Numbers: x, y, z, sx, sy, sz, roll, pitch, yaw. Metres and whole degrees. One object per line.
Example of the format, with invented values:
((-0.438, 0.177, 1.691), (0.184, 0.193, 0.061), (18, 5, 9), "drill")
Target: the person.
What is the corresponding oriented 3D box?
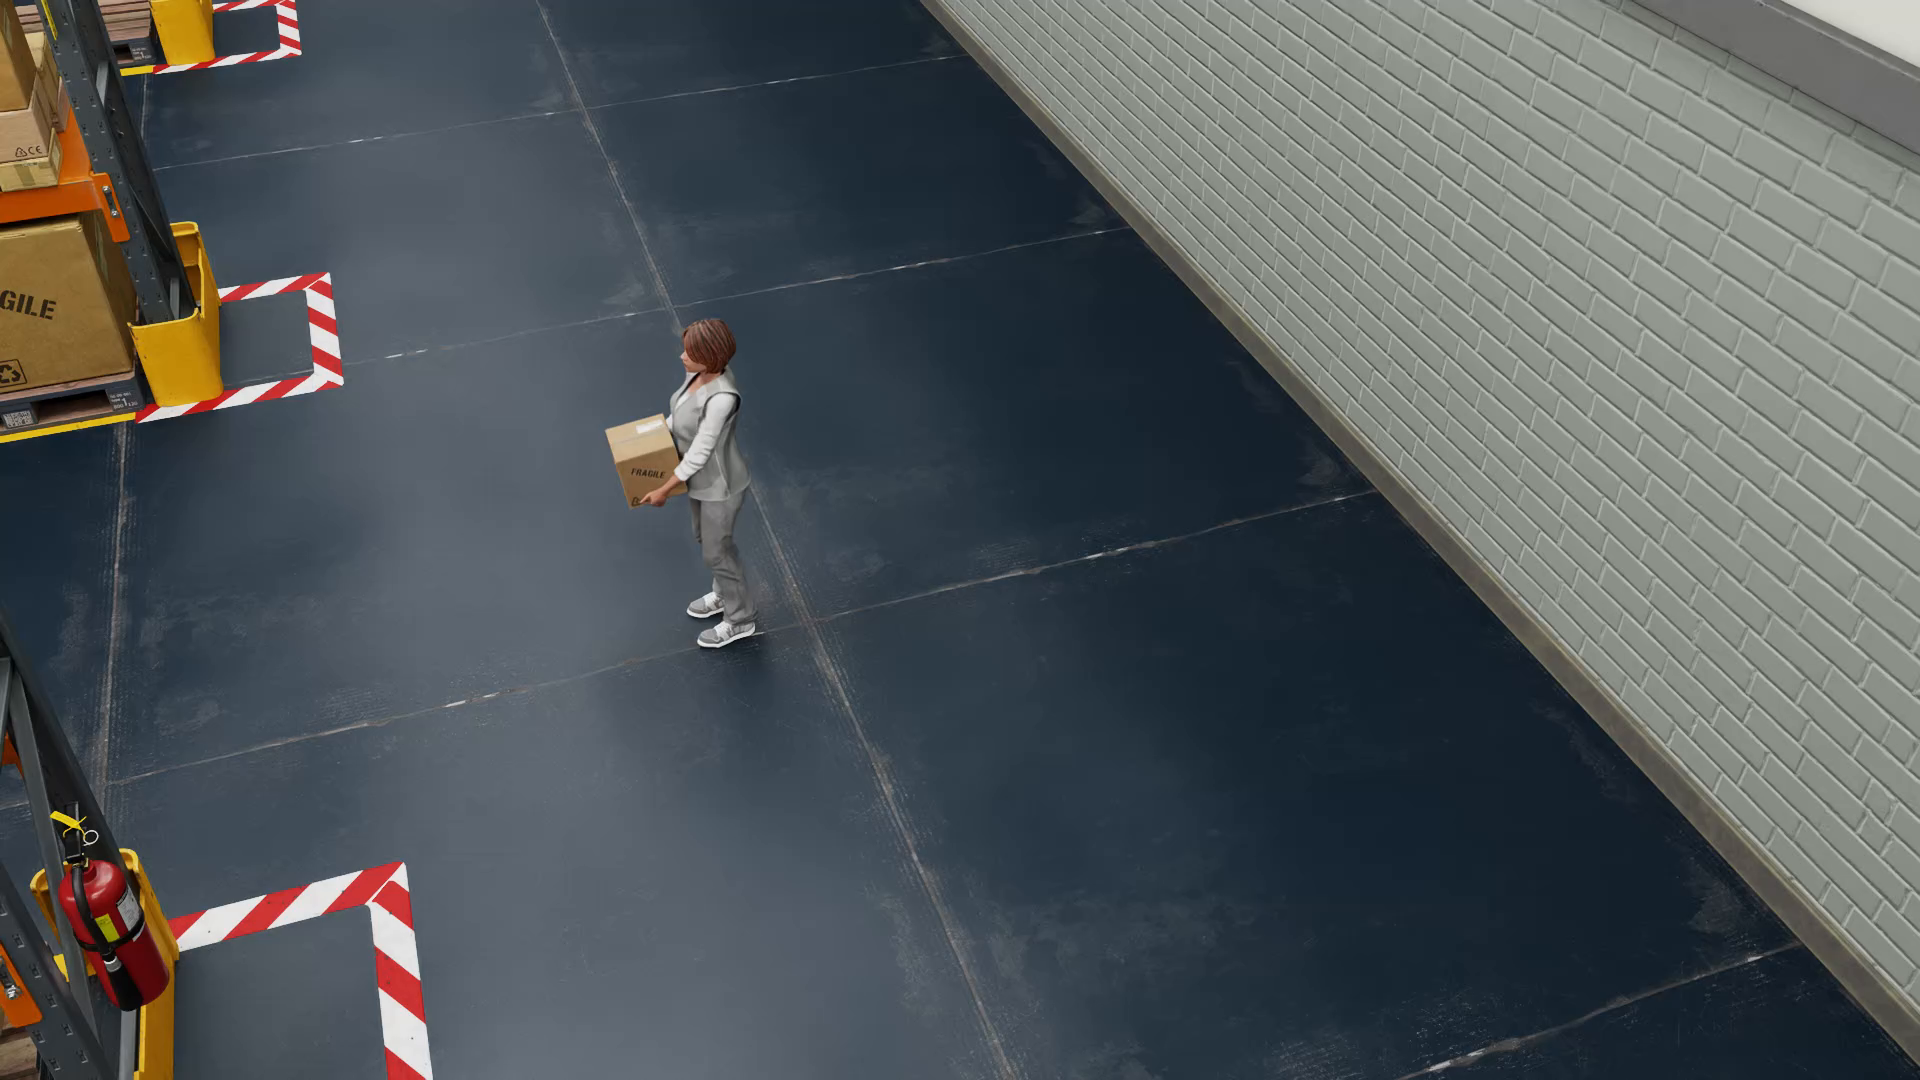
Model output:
((-1.136, -0.229, 7.086), (0.489, 1.594, 0.405), (-12, 40, -15), "person")
